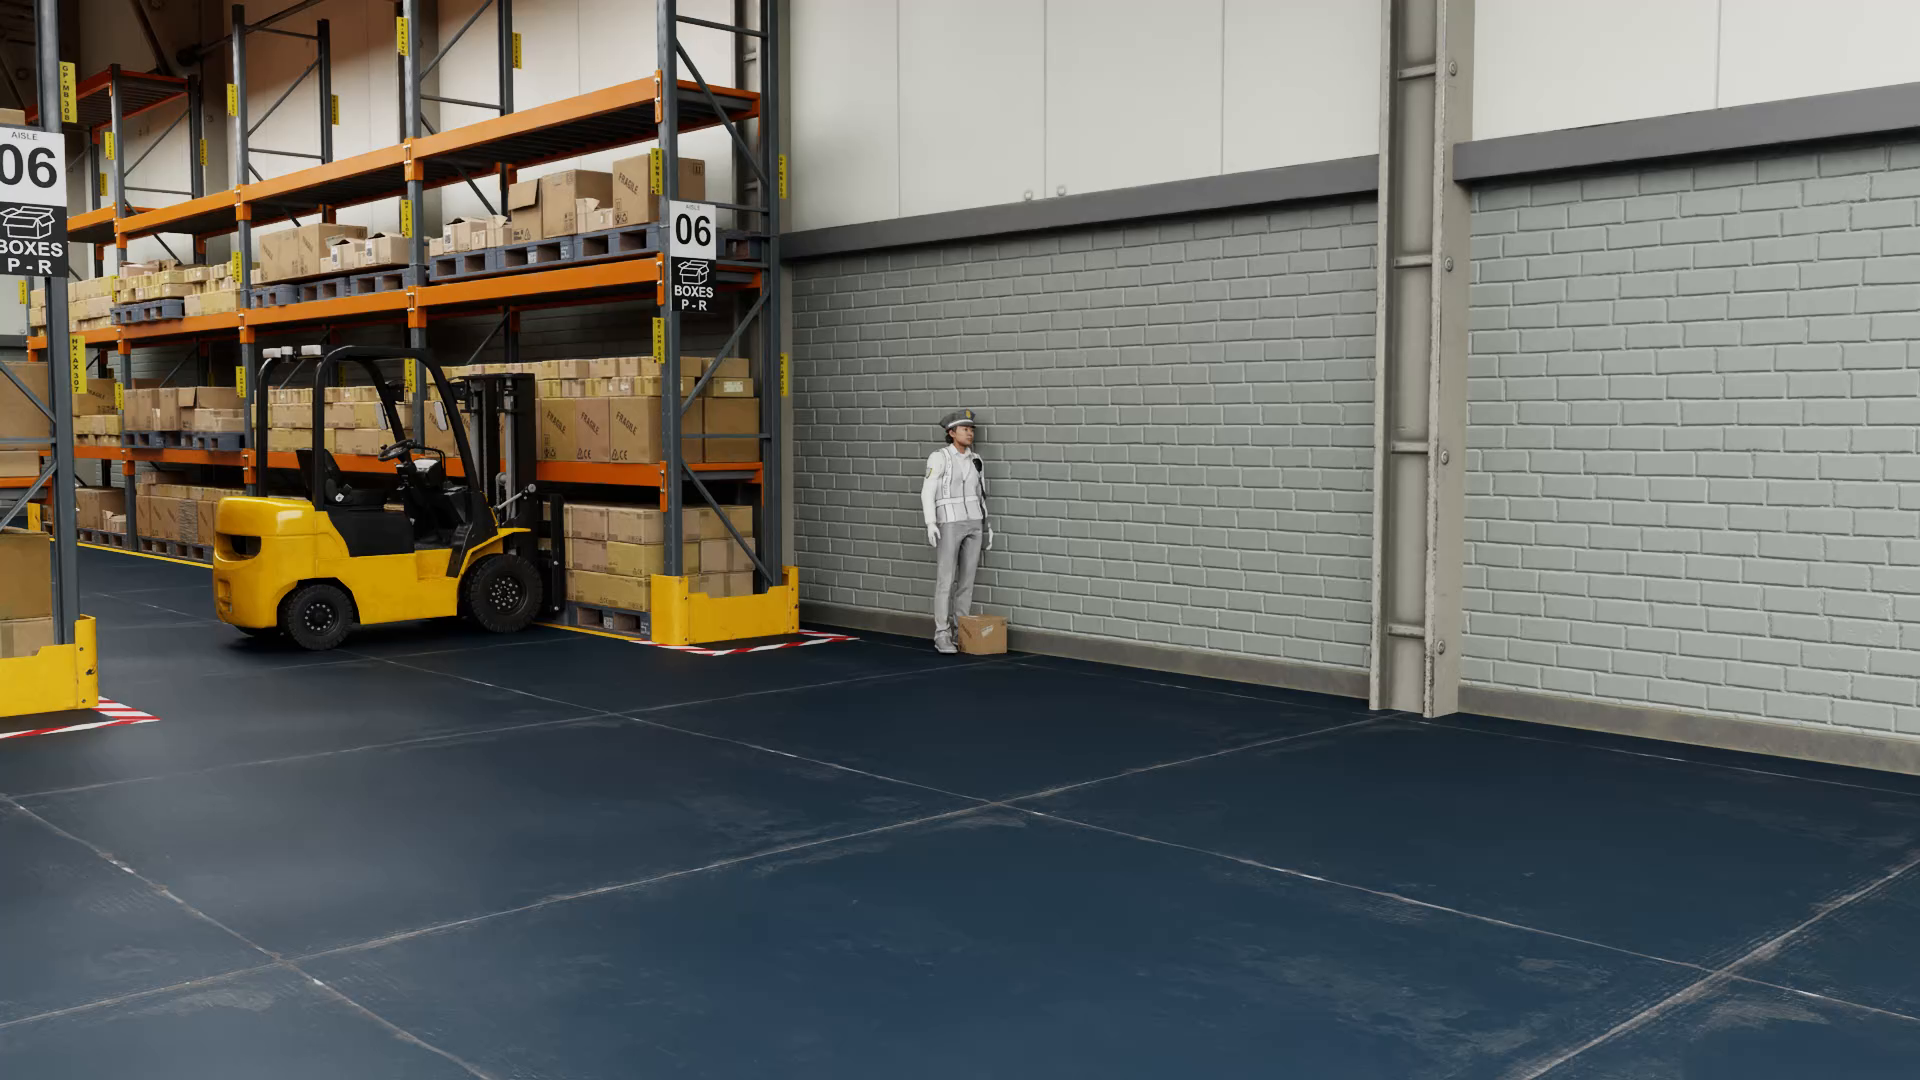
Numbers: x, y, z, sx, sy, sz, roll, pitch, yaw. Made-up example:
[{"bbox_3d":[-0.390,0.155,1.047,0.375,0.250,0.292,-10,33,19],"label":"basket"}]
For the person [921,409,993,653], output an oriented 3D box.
[{"bbox_3d":[0.027,-0.078,11.779,0.587,1.695,0.531,-2,5,-31],"label":"person"}]
